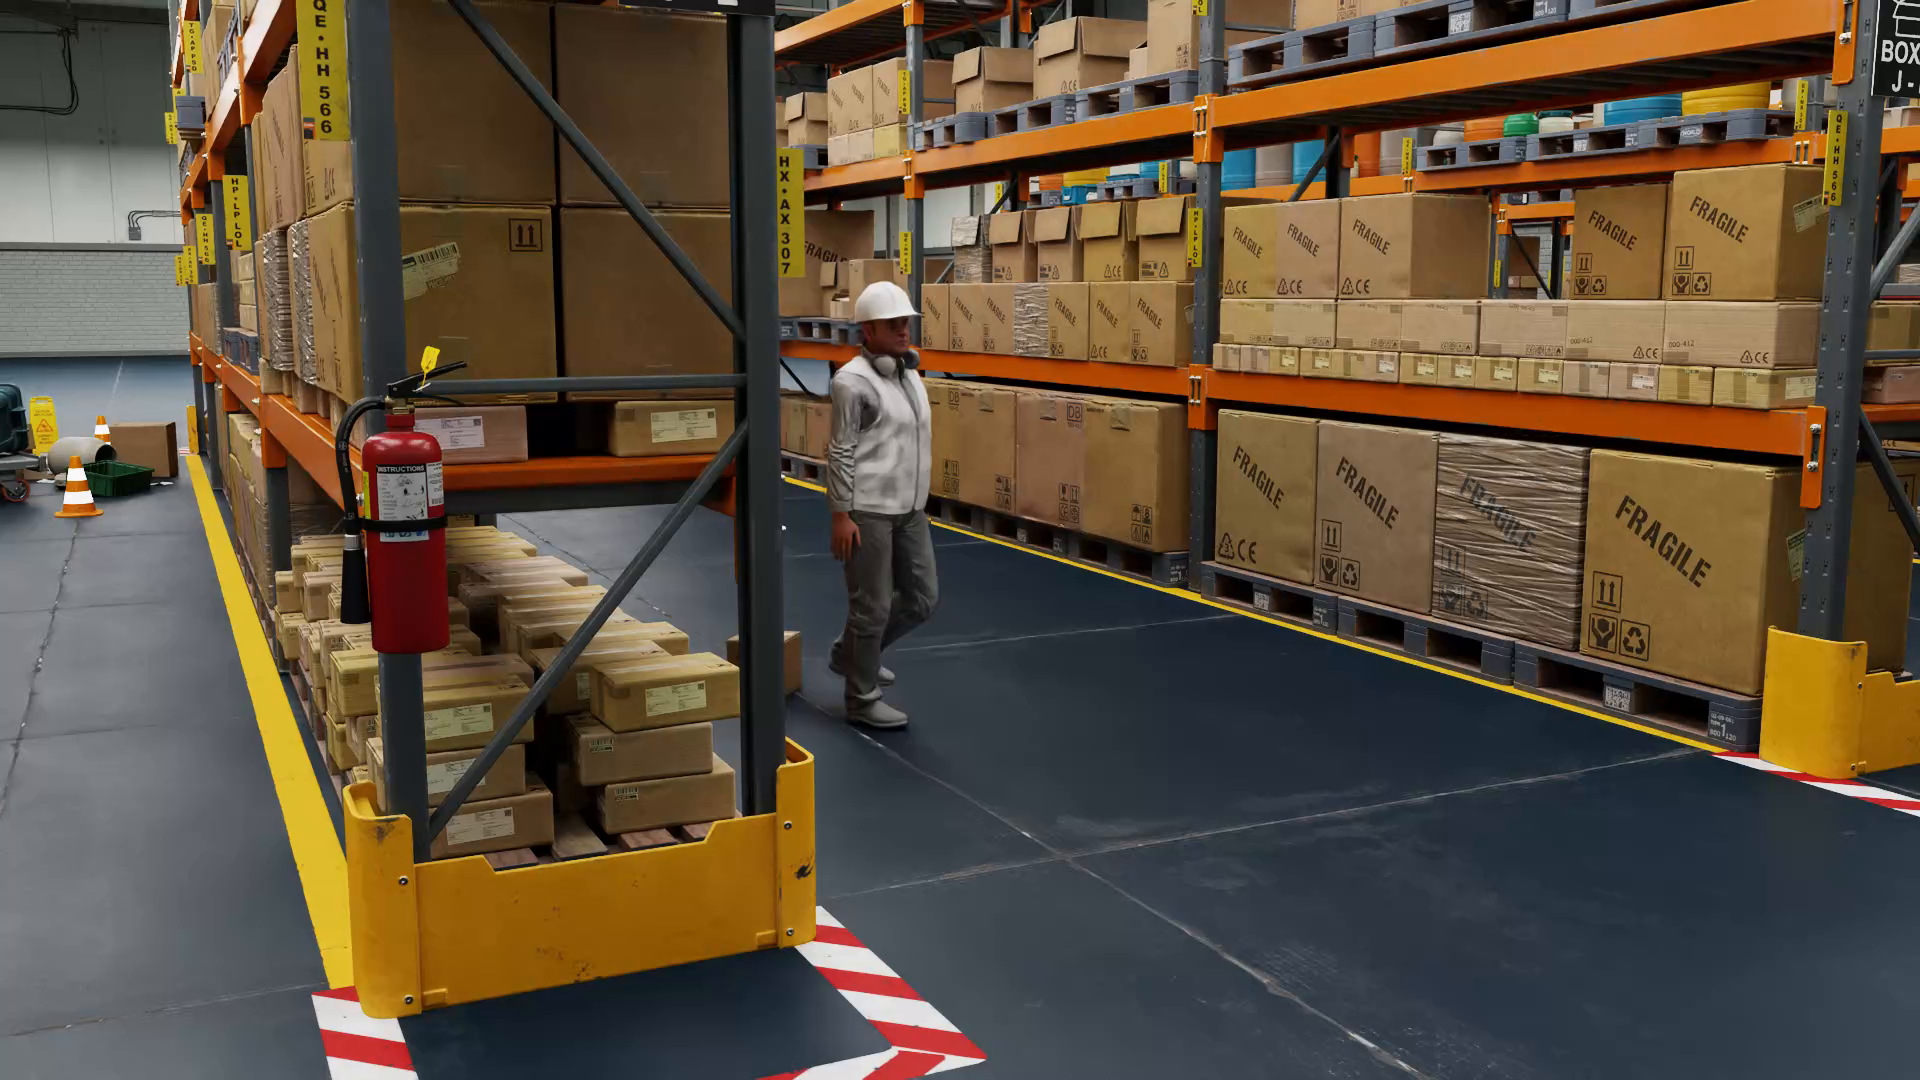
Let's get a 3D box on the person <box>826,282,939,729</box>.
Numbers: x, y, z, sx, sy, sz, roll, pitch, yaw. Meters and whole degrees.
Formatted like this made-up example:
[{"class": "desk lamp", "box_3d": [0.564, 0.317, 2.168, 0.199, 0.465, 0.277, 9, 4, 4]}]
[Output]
[{"class": "person", "box_3d": [-0.358, -0.135, 6.636, 0.554, 1.769, 0.589, 5, 10, 30]}]
